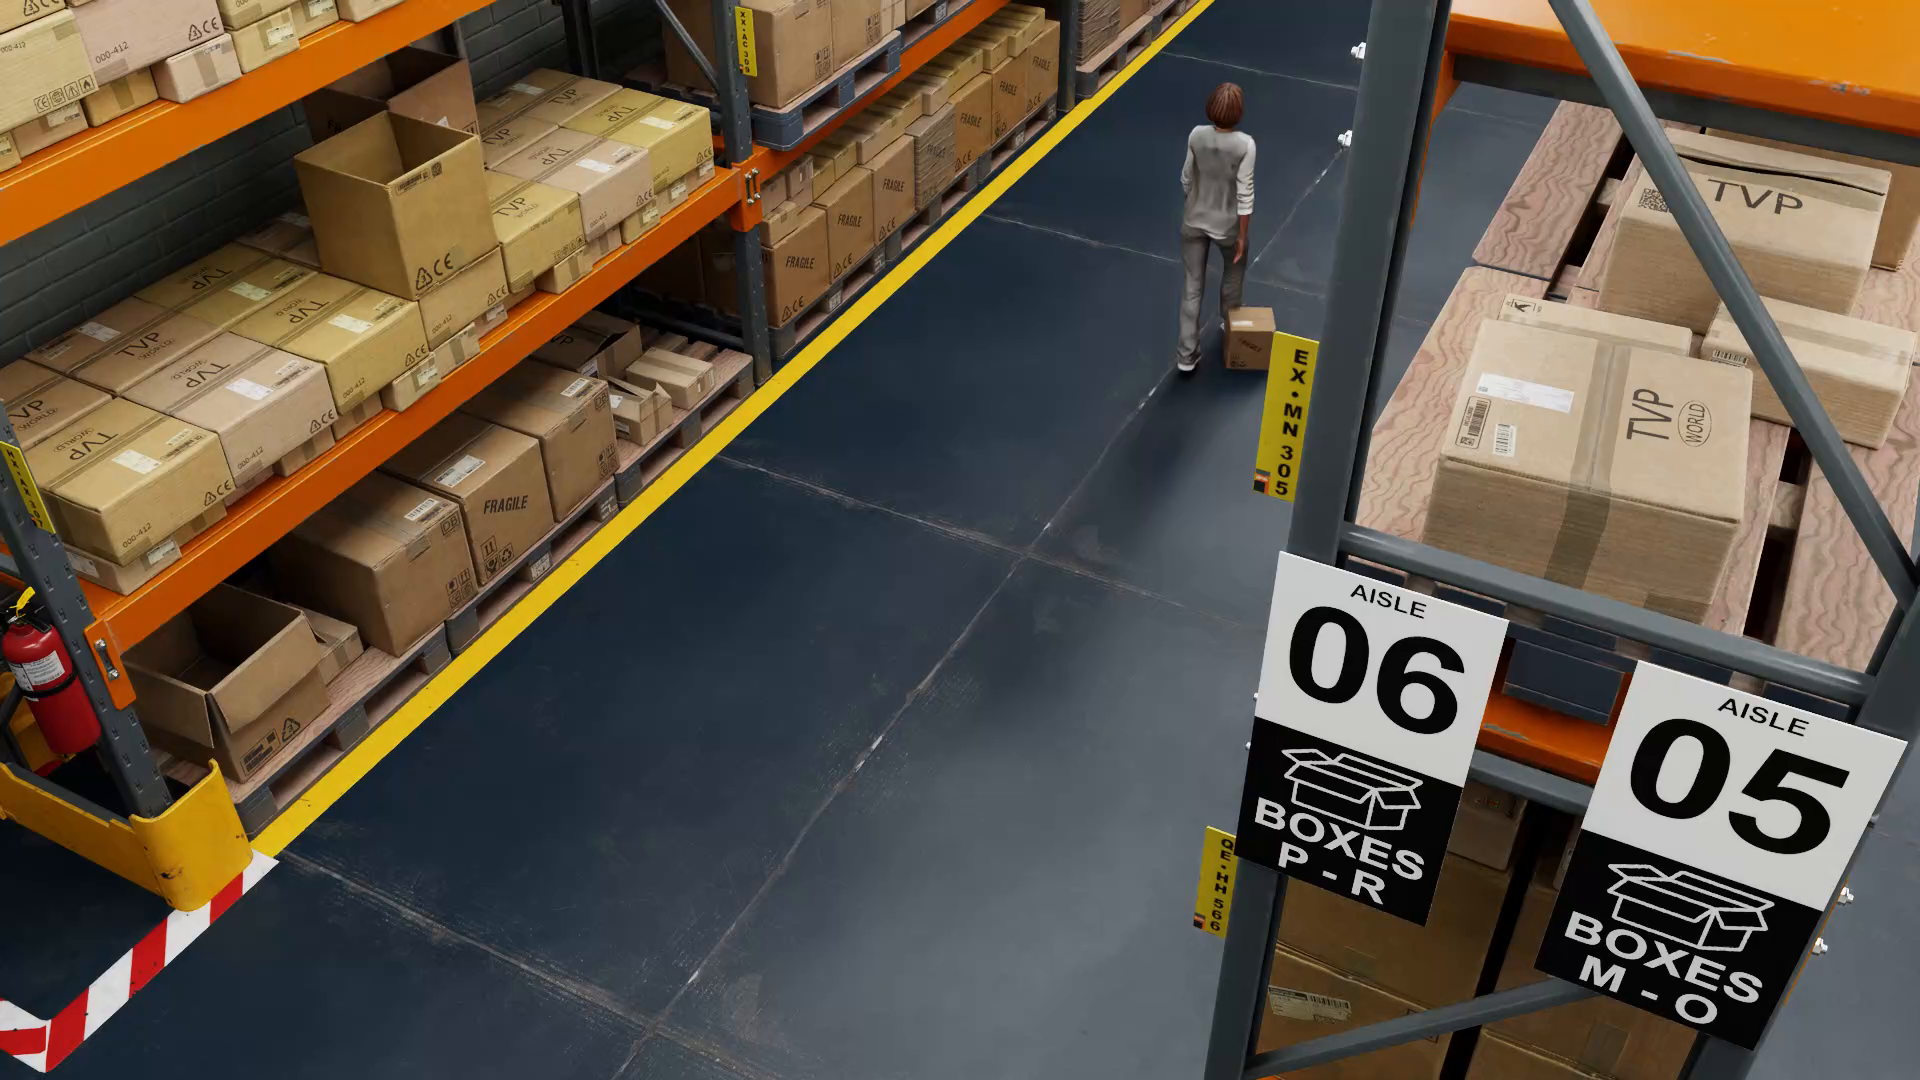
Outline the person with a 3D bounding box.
[{"bbox_3d":[1.396,-1.735,8.945,0.422,1.538,0.882,13,40,16],"label":"person"}]
